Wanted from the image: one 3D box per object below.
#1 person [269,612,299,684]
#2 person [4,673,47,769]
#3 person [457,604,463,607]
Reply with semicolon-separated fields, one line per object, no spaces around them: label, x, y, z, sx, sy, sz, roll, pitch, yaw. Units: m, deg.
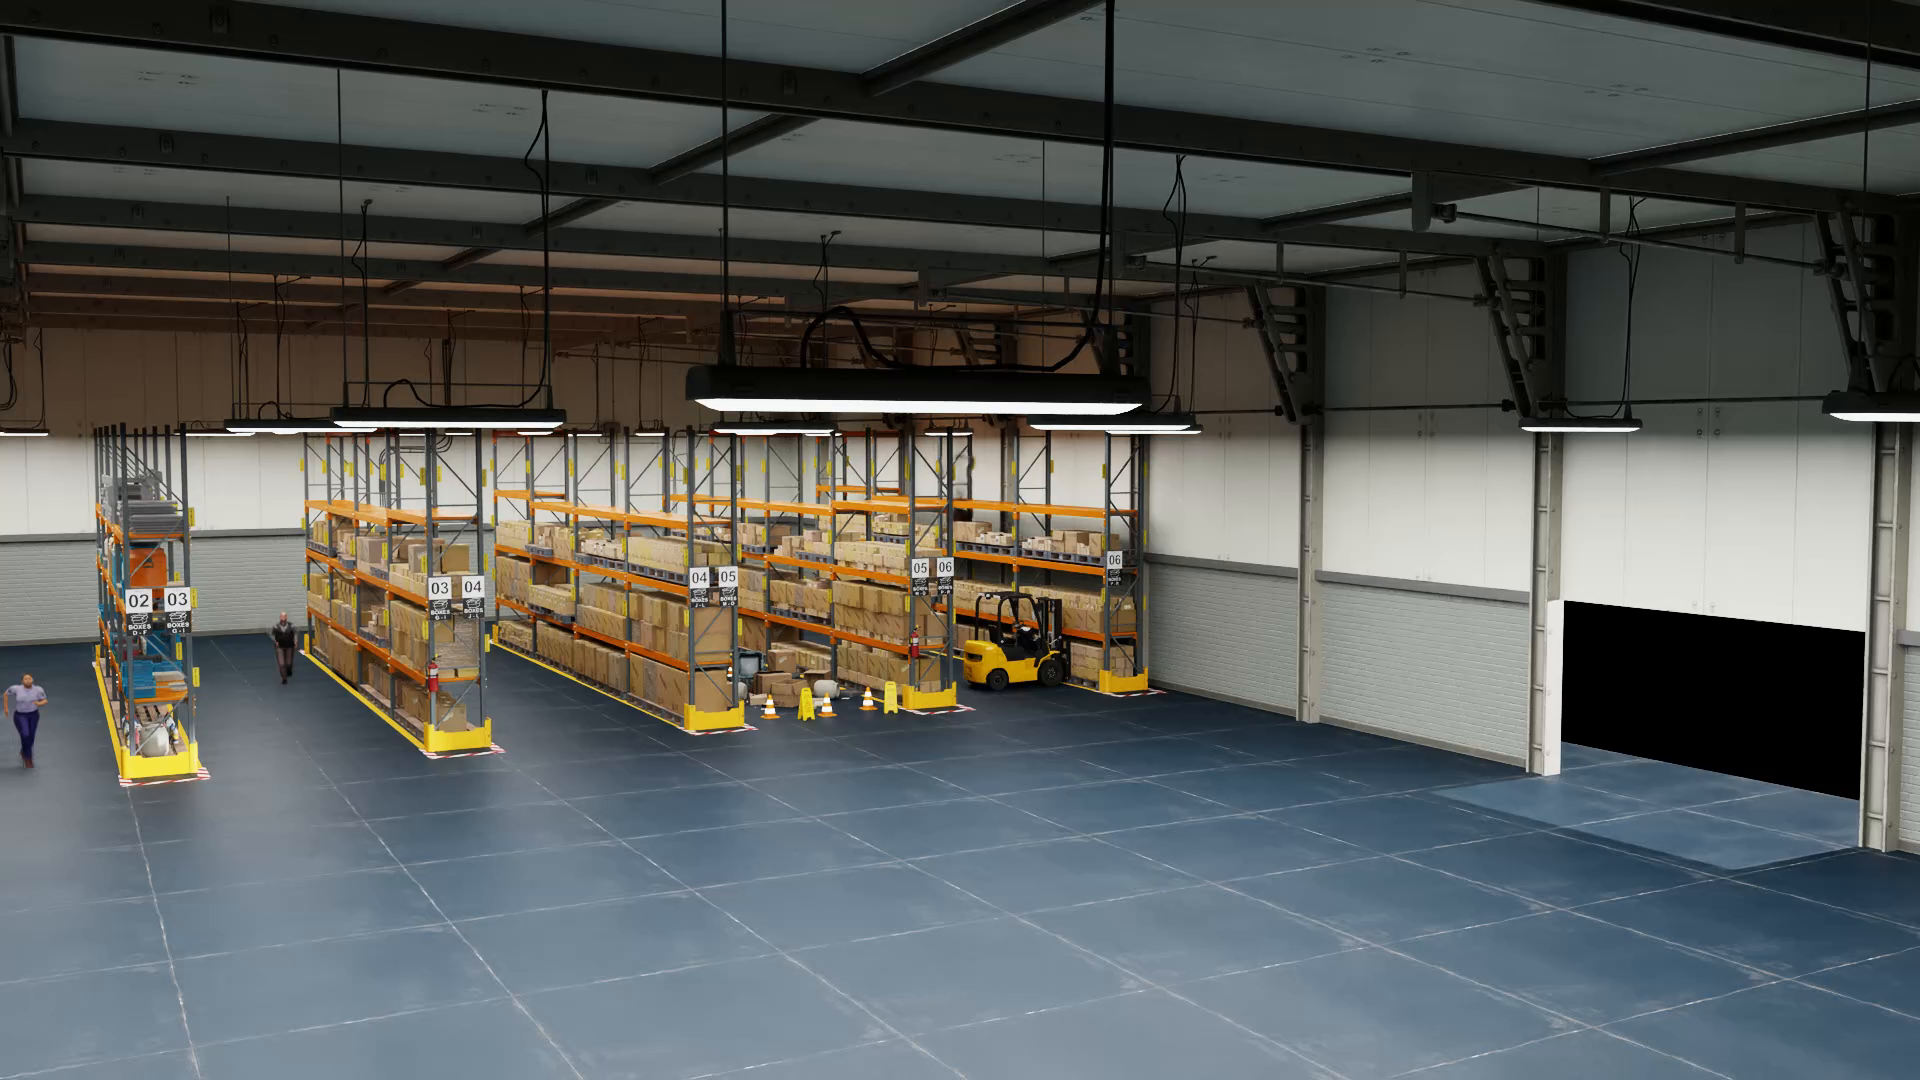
person;-15.847;2.532;39.010;0.661;1.682;0.585;-1;4;-22
person;-16.359;3.157;29.132;0.627;1.679;0.833;-3;5;-41
person;-13.434;2.179;44.897;0.573;1.649;0.573;-1;4;-23
